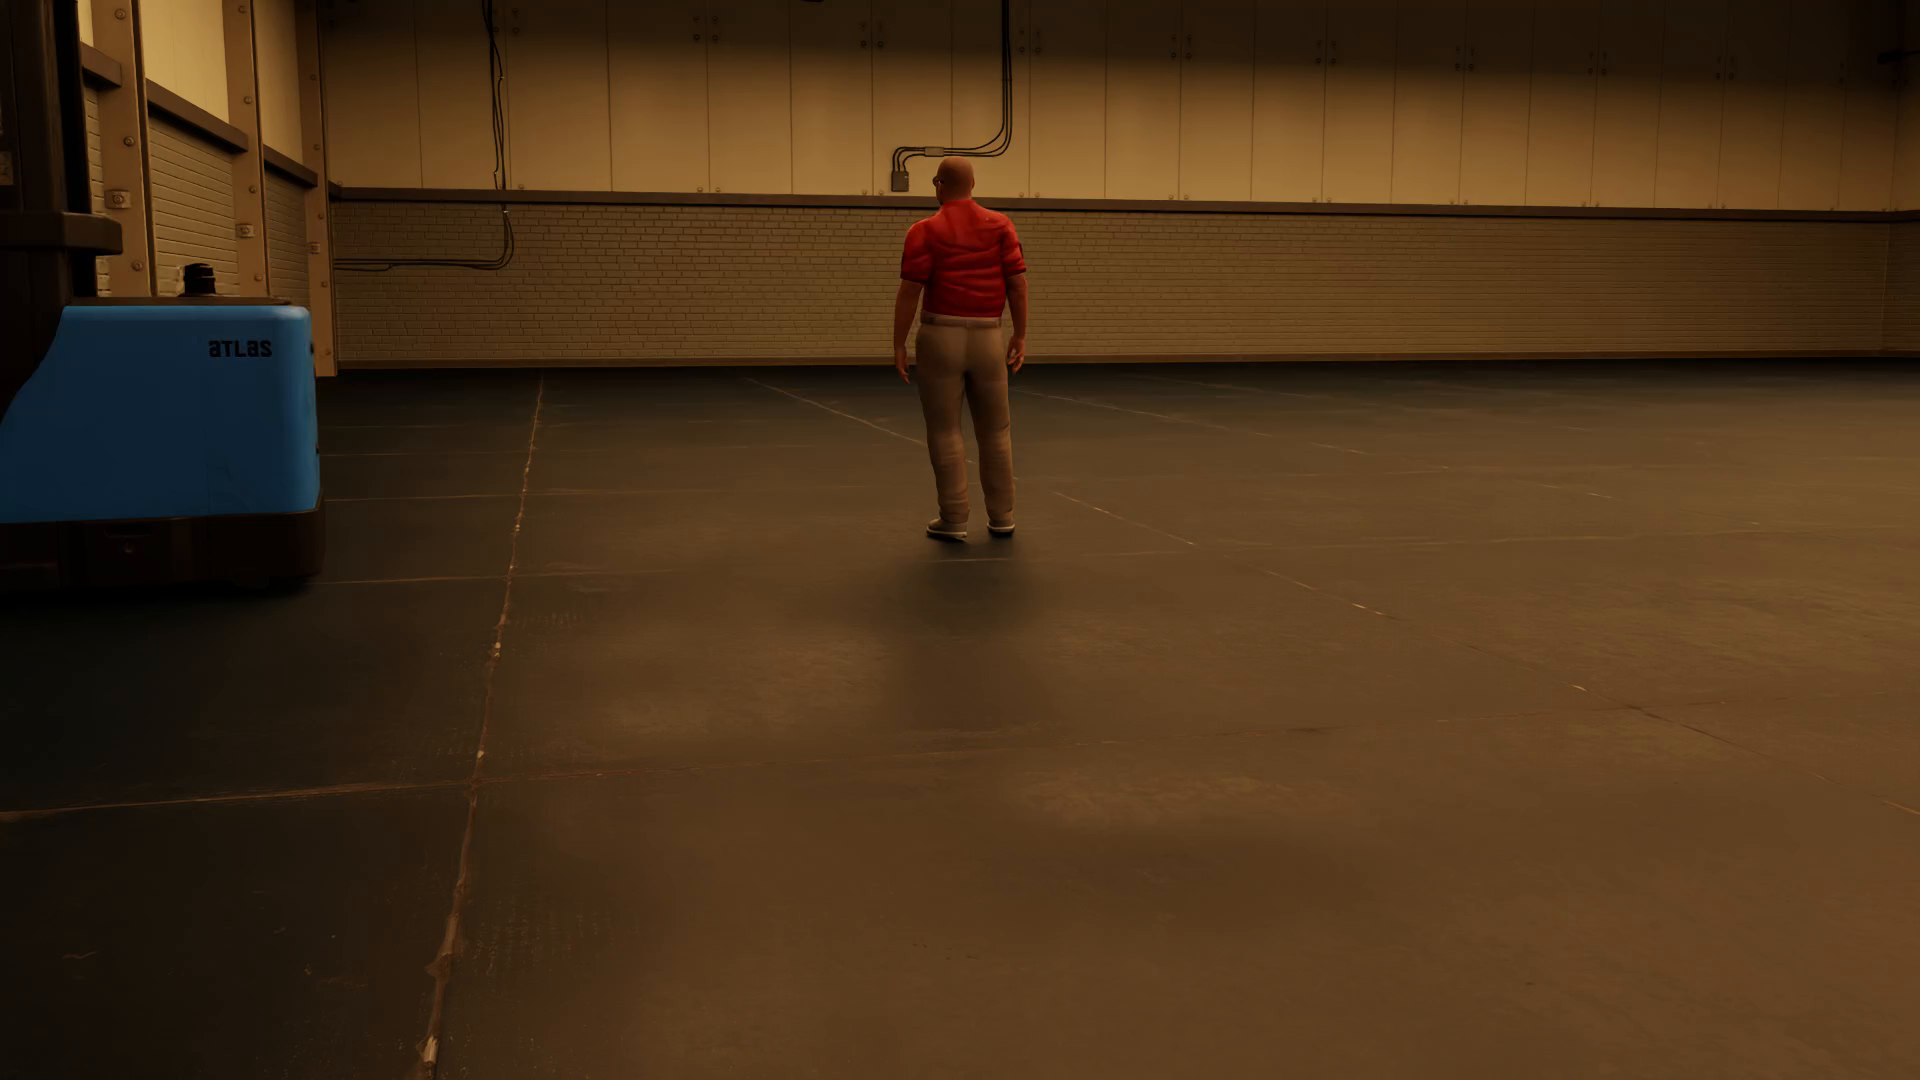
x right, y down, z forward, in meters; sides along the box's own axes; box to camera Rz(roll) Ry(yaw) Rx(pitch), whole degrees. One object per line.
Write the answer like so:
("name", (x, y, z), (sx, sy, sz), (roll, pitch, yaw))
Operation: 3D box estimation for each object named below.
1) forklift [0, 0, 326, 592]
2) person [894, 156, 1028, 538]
("forklift", (-4.005, -1.247, 6.044), (3.031, 2.935, 1.130), (-3, 8, -19))
("person", (-0.010, -0.877, 7.675), (0.641, 1.728, 0.550), (-2, 8, -13))
